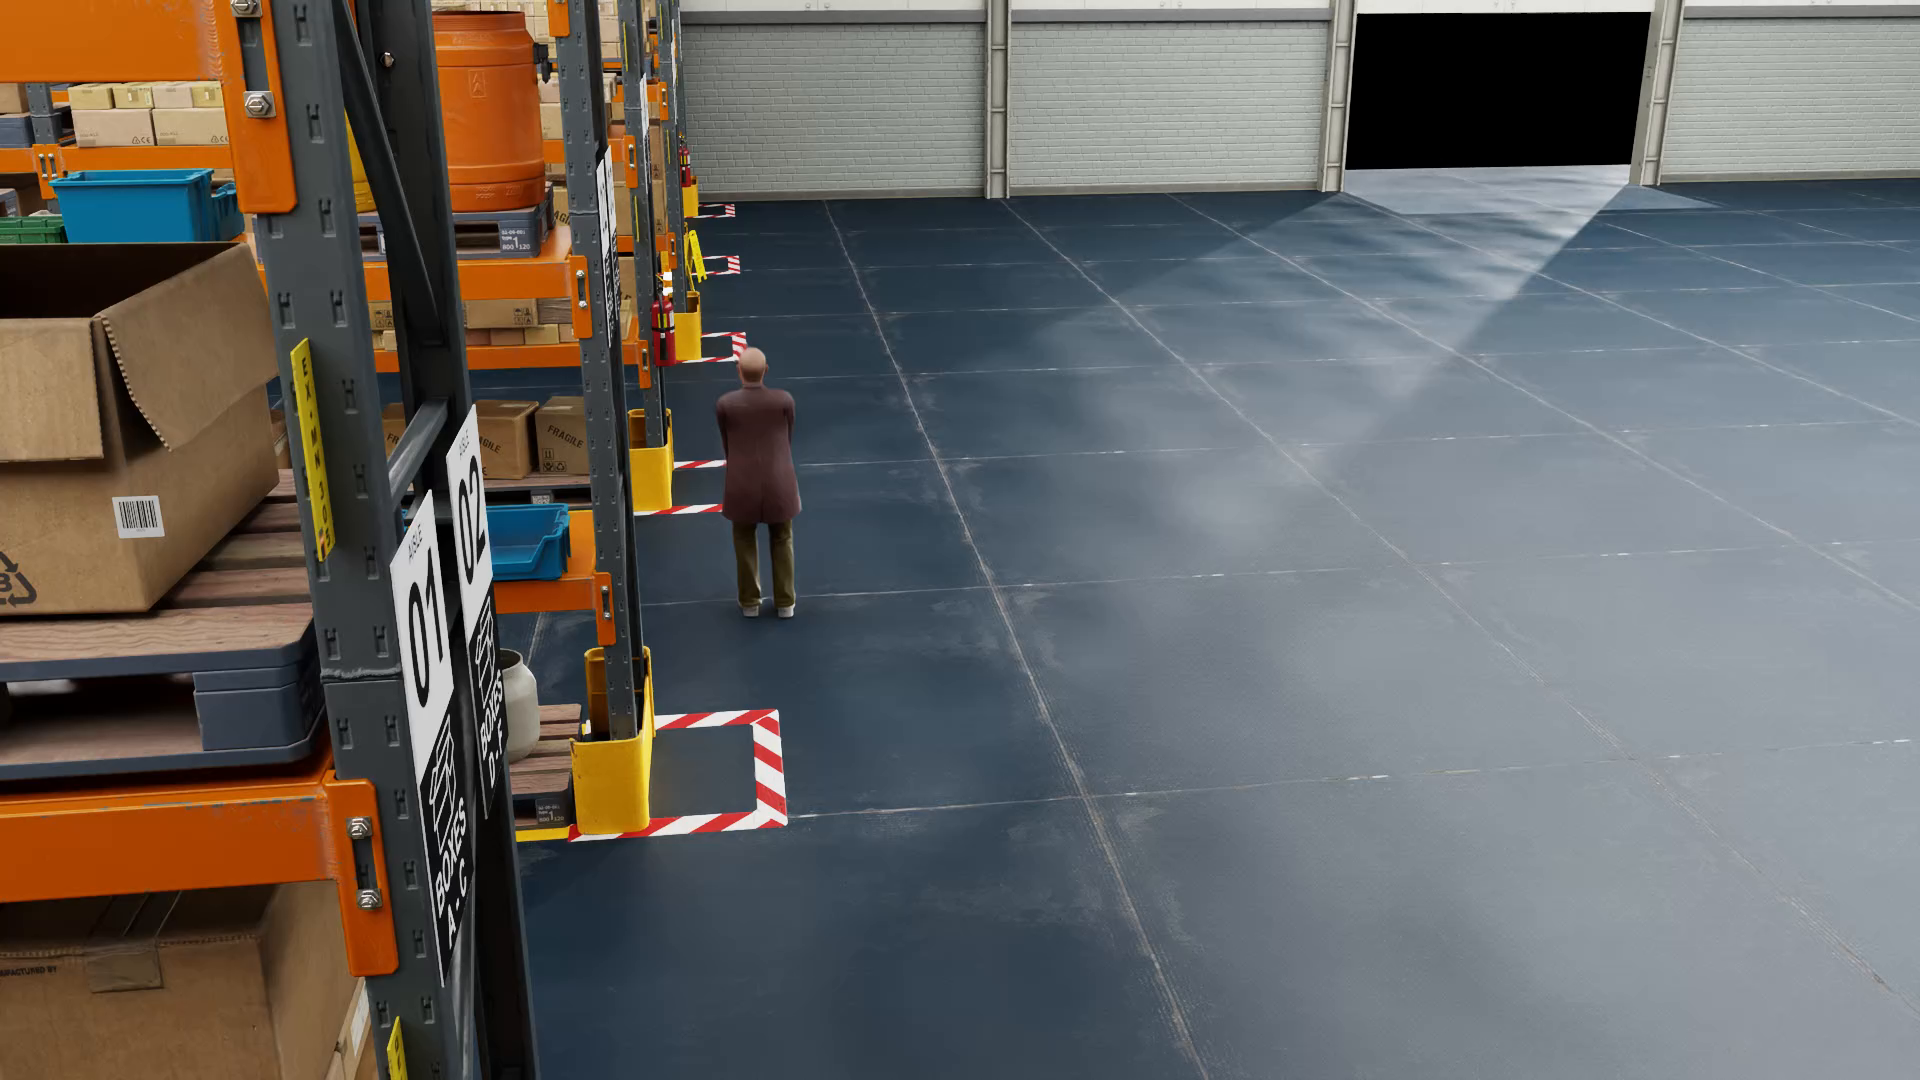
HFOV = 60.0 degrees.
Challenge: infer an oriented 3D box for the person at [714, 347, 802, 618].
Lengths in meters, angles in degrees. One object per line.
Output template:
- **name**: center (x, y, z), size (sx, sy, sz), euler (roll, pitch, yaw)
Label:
- **person**: center (-1.294, -0.394, 10.698), size (0.527, 1.780, 0.559), euler (-3, 20, -8)
